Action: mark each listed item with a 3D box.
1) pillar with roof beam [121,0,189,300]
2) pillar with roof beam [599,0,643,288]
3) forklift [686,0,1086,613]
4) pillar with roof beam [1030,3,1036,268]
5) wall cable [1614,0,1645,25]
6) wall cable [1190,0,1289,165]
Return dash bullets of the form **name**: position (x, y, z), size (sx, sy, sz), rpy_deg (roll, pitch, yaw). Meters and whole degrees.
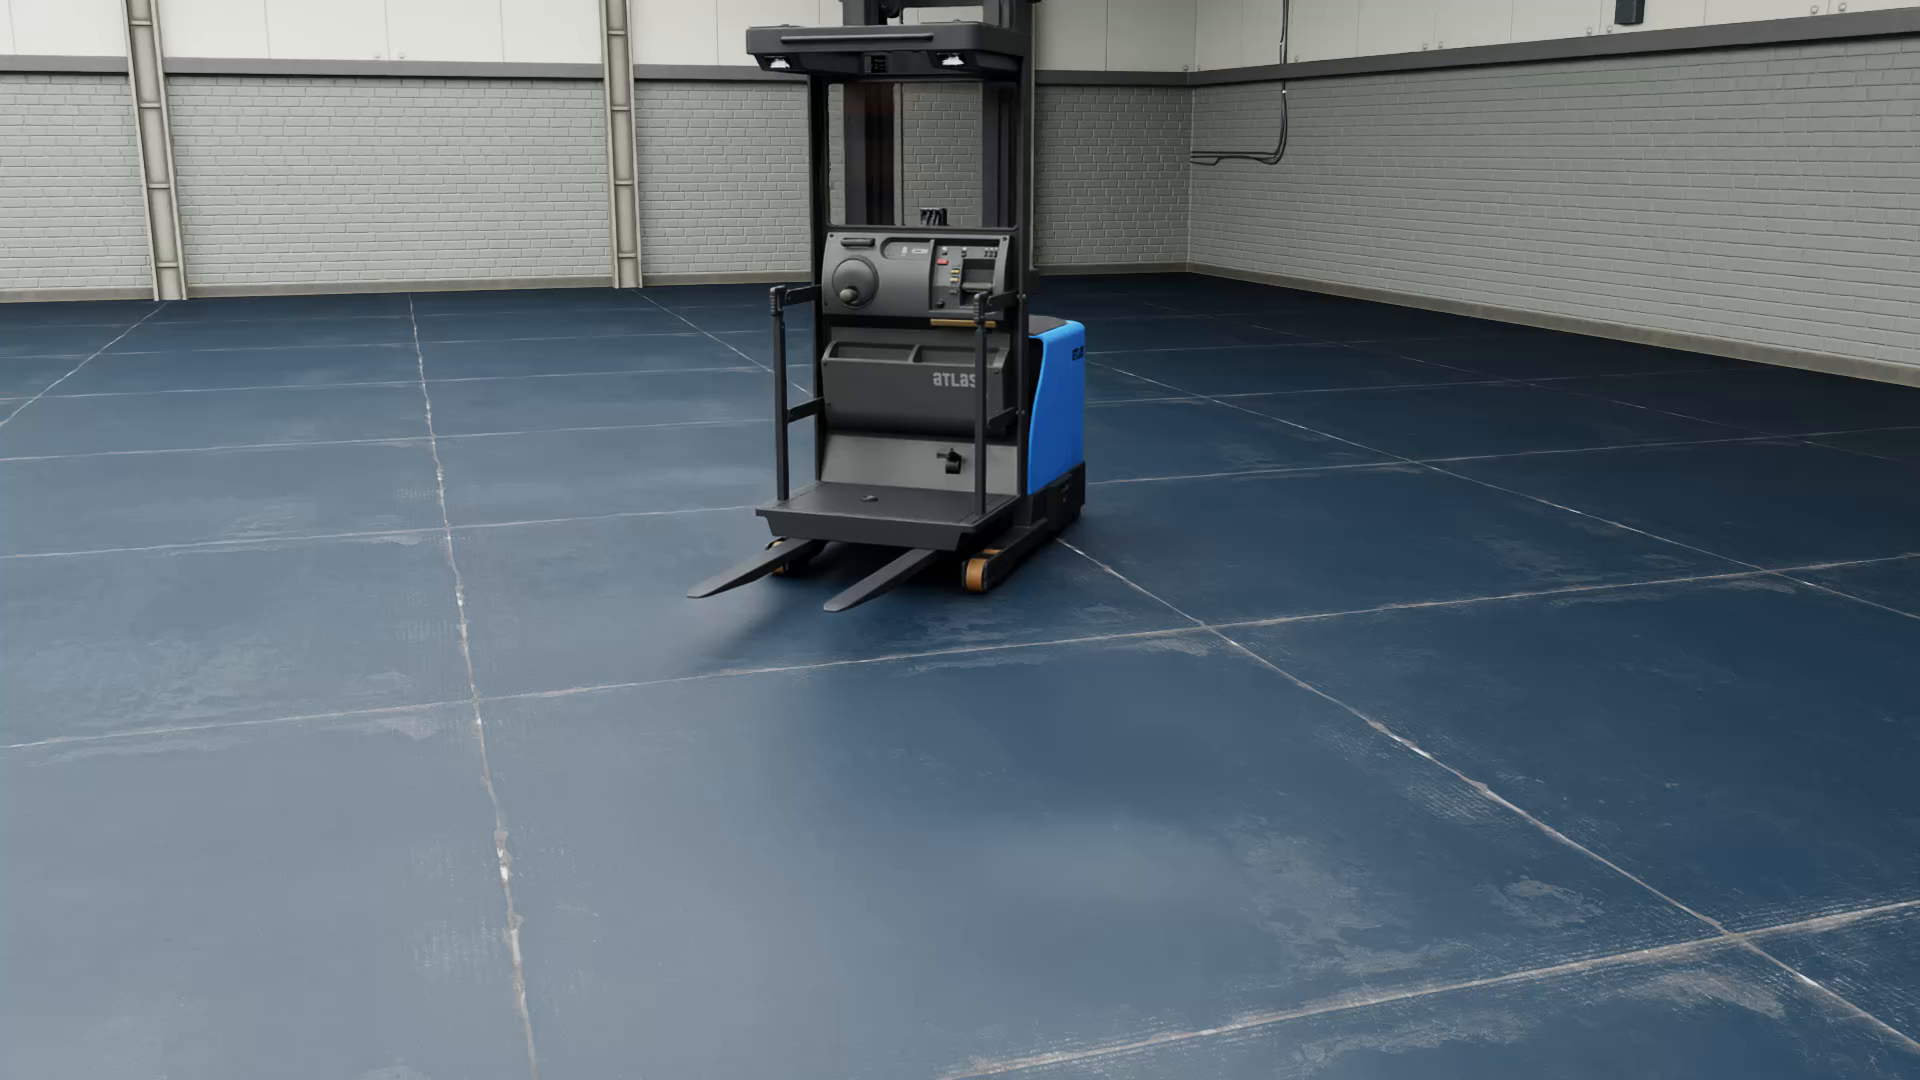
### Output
- **pillar with roof beam**: position (-9.106, -6.638, 17.102), size (0.400, 9.000, 9.100), rpy_deg (-4, 14, -18)
- **pillar with roof beam**: position (-3.419, -7.081, 18.964), size (0.400, 9.000, 9.100), rpy_deg (-4, 14, -18)
- **forklift**: position (-0.285, -1.287, 7.718), size (1.130, 2.935, 3.031), rpy_deg (5, 14, 19)
- **pillar with roof beam**: position (2.267, -7.523, 20.826), size (0.400, 9.000, 9.100), rpy_deg (-4, 14, -18)
- **wall cable**: position (7.121, -7.966, 15.338), size (0.169, 6.003, 2.305), rpy_deg (-4, 14, -18)
- **wall cable**: position (4.108, -6.884, 24.849), size (0.112, 2.526, 3.097), rpy_deg (-4, 14, -18)
